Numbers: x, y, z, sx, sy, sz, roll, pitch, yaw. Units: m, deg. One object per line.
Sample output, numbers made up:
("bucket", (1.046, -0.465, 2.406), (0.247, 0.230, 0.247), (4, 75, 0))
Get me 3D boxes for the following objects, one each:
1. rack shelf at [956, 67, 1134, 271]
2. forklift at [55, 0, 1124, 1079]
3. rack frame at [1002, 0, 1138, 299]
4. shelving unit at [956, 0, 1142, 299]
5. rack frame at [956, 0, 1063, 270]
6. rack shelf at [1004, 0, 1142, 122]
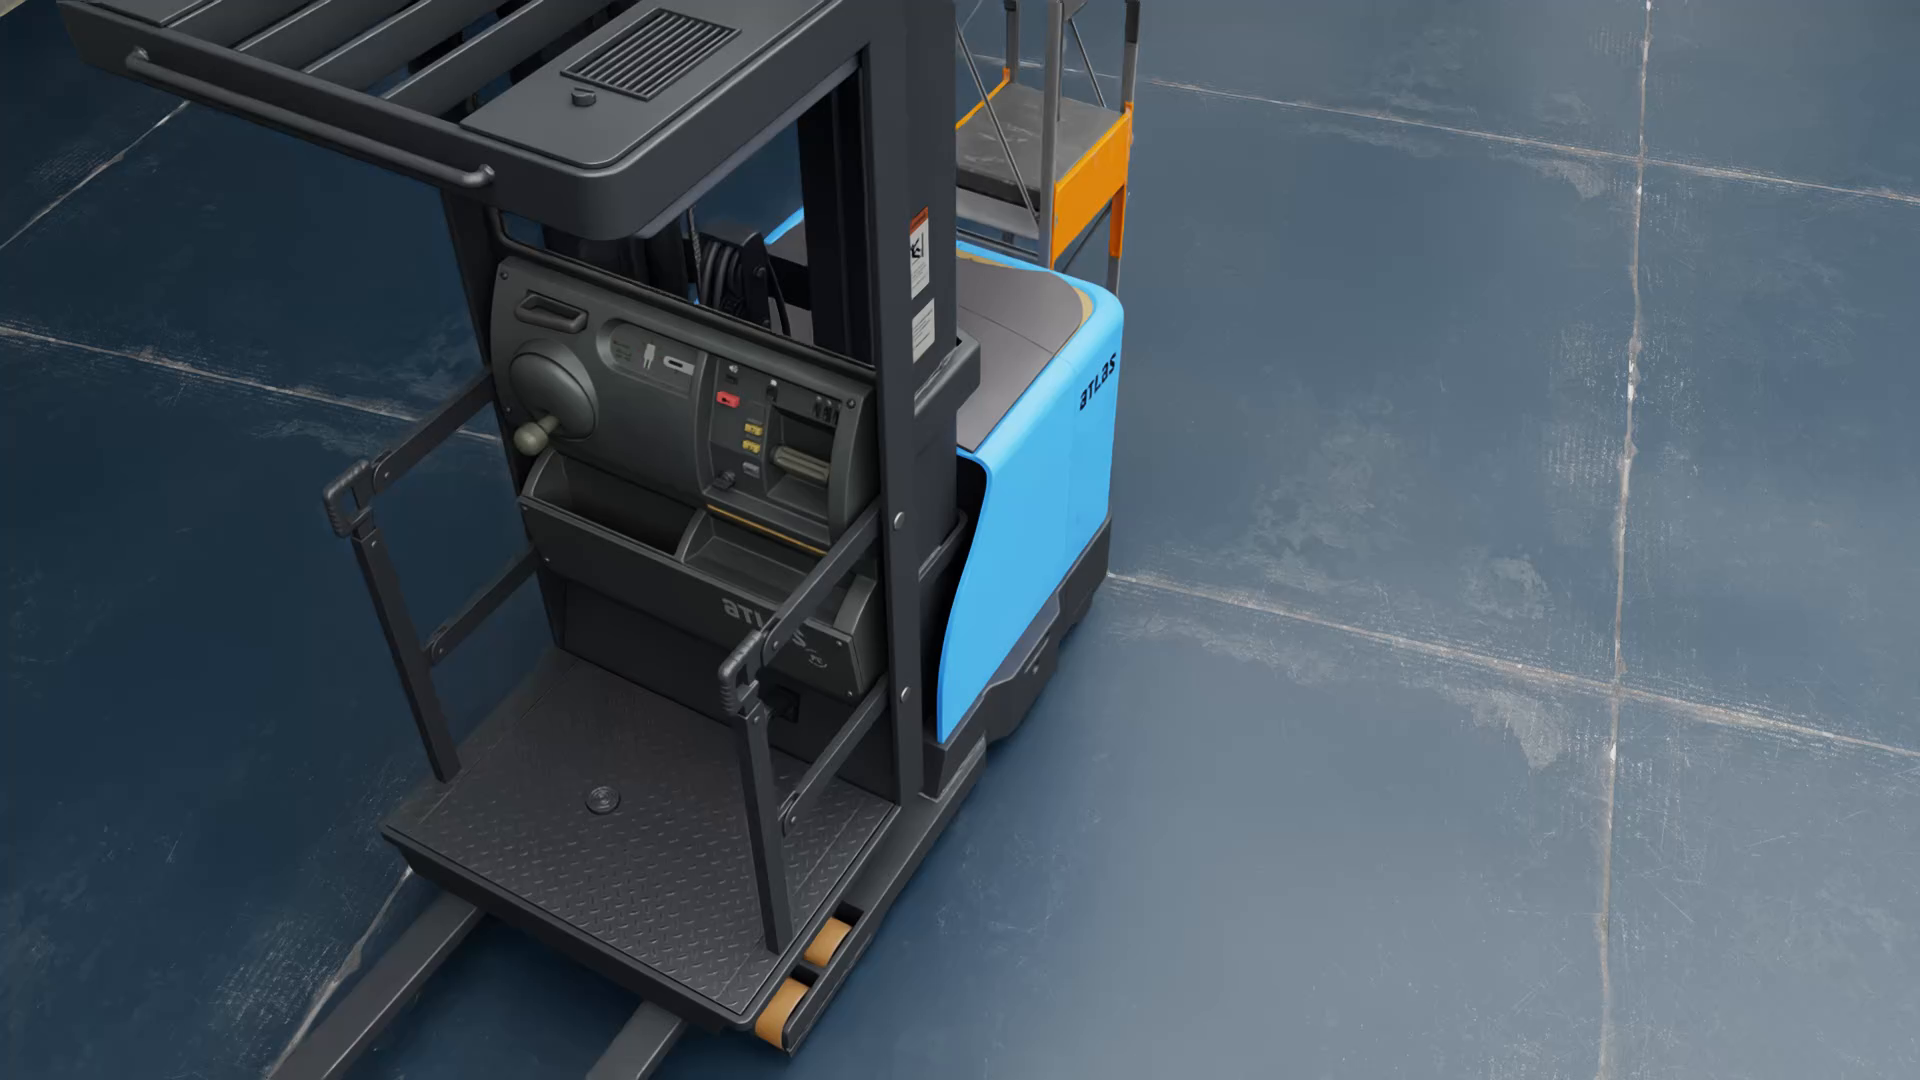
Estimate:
("rack shelf", (0.189, -0.962, 4.751), (0.431, 0.518, 0.480), (21, 48, 20))
("forklift", (-0.712, -0.200, 3.359), (1.130, 2.935, 3.031), (21, 48, 20))
("rack frame", (0.309, -1.121, 4.894), (0.400, 2.100, 0.015), (21, 48, 20))
("shelving unit", (0.189, -0.972, 4.742), (0.431, 2.100, 0.503), (21, 48, 20))
("rack frame", (0.070, -0.823, 4.590), (0.400, 2.100, 0.015), (21, 48, 20))
("rack shelf", (0.189, -1.462, 4.262), (0.431, 0.518, 0.480), (21, 48, 20))
